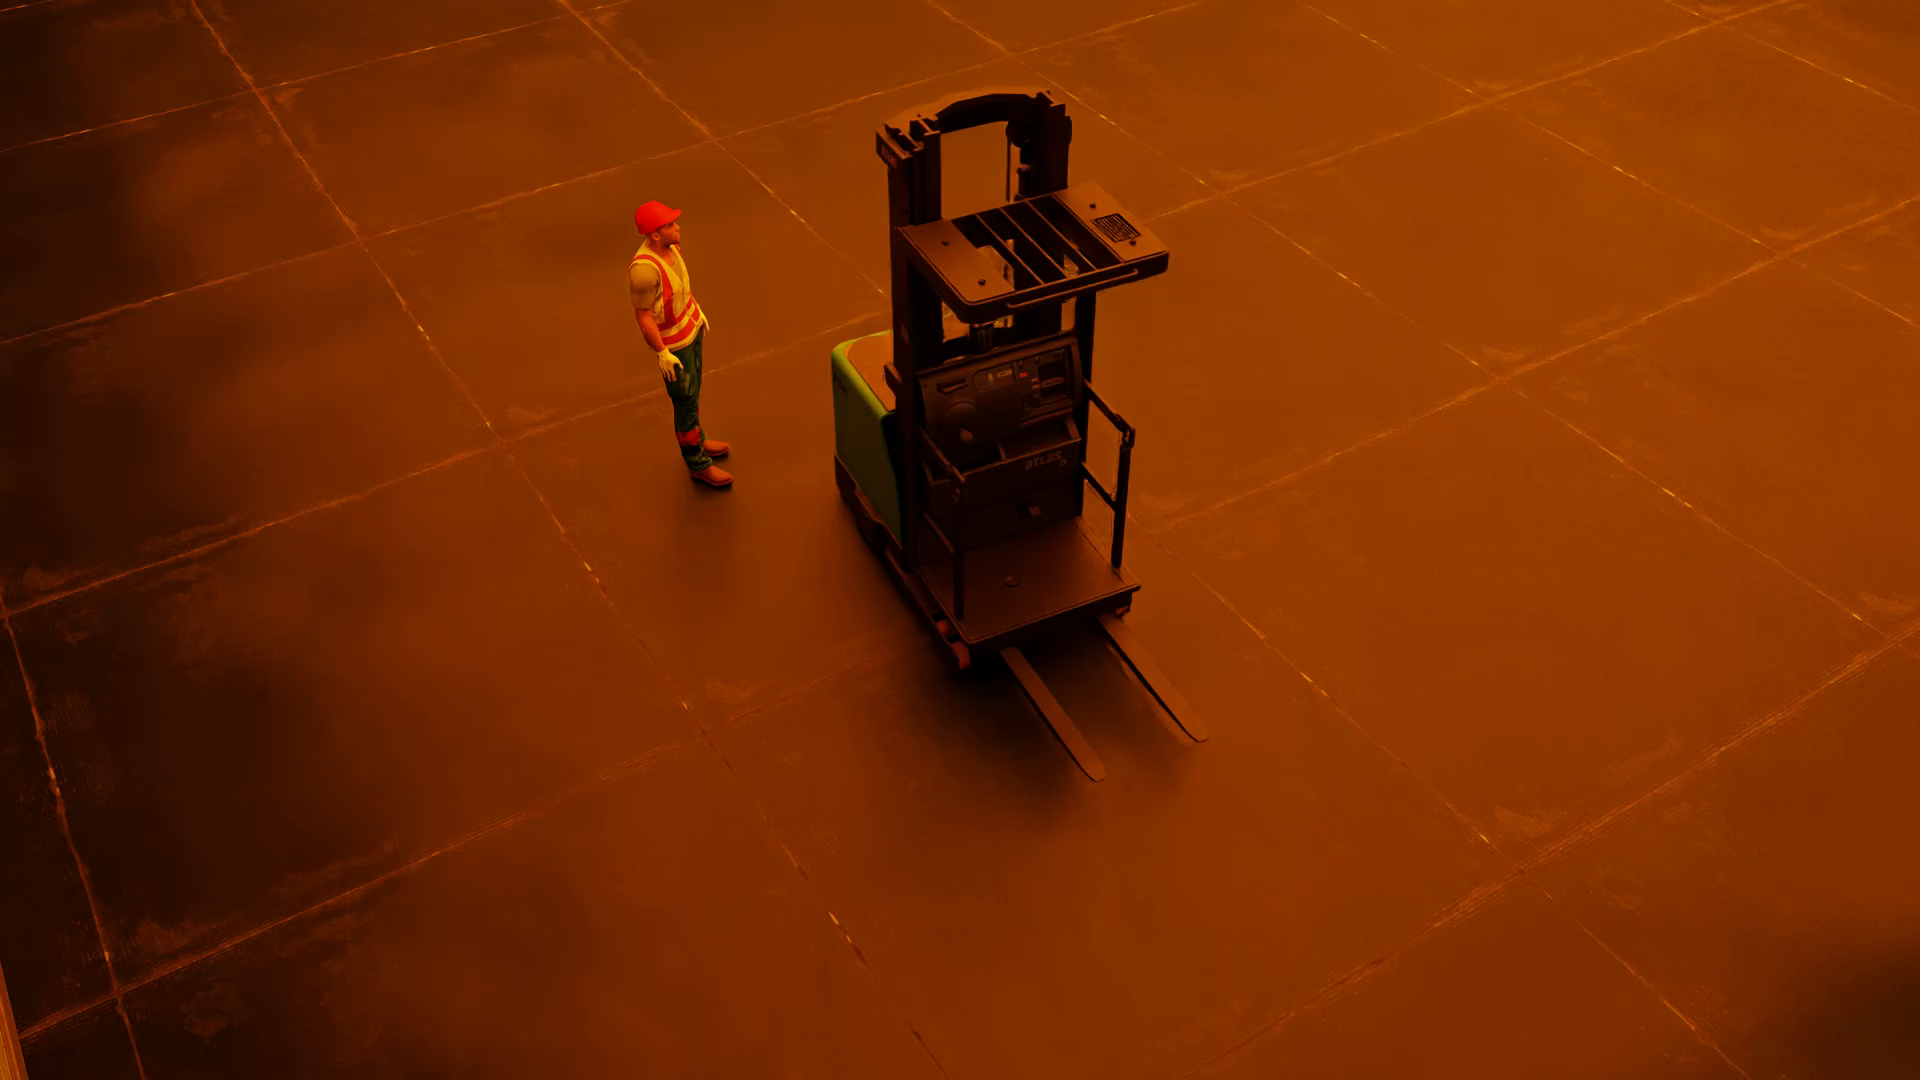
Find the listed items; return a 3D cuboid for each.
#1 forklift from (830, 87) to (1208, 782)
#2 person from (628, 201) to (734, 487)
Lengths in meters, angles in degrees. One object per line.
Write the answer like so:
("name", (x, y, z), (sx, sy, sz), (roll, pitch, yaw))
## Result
("forklift", (0.320, -0.711, 8.684), (1.130, 2.935, 3.031), (-18, 44, -19))
("person", (-1.655, -1.223, 10.127), (0.565, 1.787, 0.638), (8, 42, 9))
